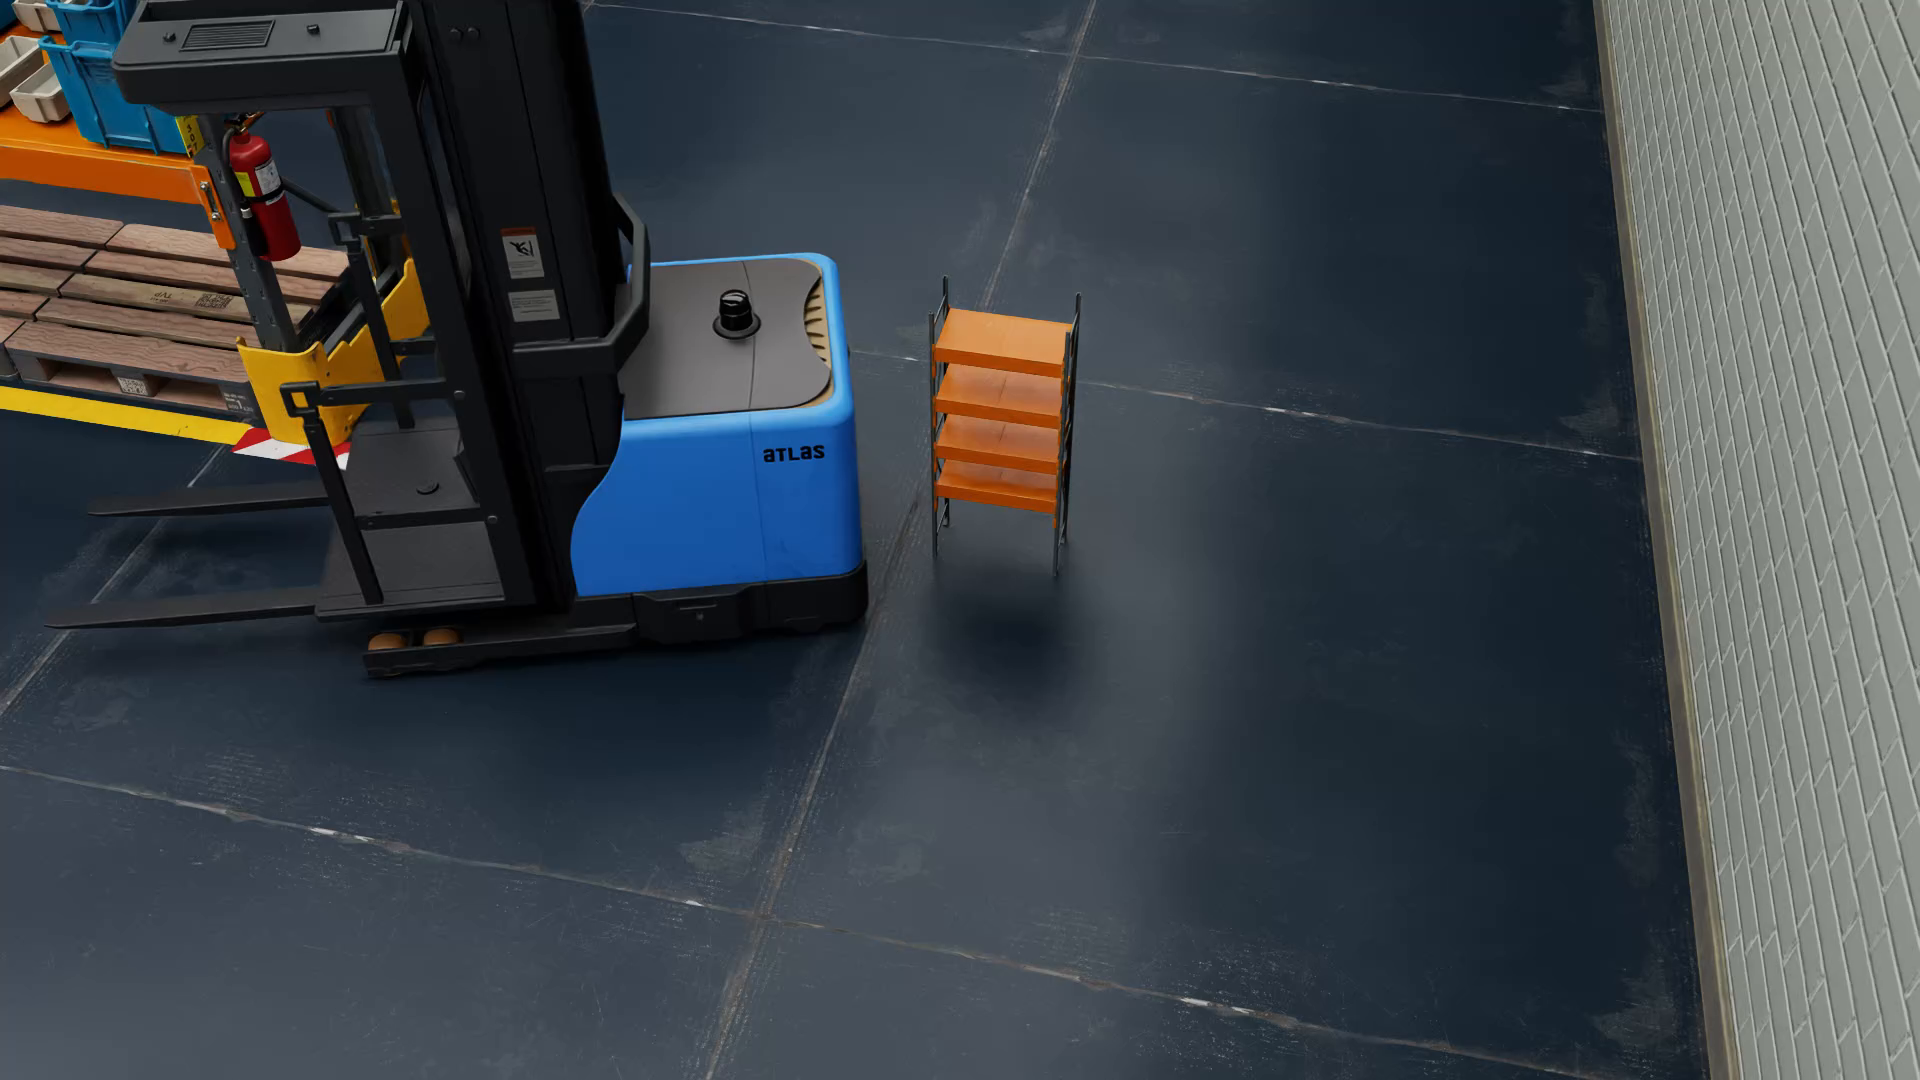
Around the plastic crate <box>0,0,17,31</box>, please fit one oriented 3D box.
[{"bbox_3d":[-4.198,-2.304,7.058,0.300,0.233,0.416,9,45,9],"label":"plastic crate"}]

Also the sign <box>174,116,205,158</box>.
[{"bbox_3d":[-2.848,-1.567,6.098,0.005,0.325,0.100,9,45,9],"label":"sign"}]

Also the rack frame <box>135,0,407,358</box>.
[{"bbox_3d":[-2.744,-1.883,6.543,0.127,3.000,1.000,9,45,9],"label":"rack frame"}]

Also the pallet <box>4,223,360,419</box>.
[{"bbox_3d":[-3.540,-1.030,7.668,1.213,0.211,1.003,9,45,9],"label":"pallet"}]

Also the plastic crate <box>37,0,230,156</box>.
[{"bbox_3d":[-3.111,-1.842,6.432,0.499,0.435,0.616,9,45,9],"label":"plastic crate"}]

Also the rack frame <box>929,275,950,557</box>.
[{"bbox_3d":[-0.077,-0.444,6.346,0.015,1.200,0.240,9,45,9],"label":"rack frame"}]

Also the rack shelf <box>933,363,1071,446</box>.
[{"bbox_3d":[0.162,-0.520,6.199,0.480,0.148,0.258,9,45,9],"label":"rack shelf"}]

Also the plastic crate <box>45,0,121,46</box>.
[{"bbox_3d":[-3.555,-2.204,6.955,0.300,0.233,0.416,9,45,9],"label":"plastic crate"}]

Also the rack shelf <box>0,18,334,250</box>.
[{"bbox_3d":[-4.696,-1.927,7.108,4.000,0.370,1.077,9,45,9],"label":"rack shelf"}]

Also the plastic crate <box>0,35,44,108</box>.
[{"bbox_3d":[-3.859,-1.864,6.671,0.243,0.136,0.396,9,45,9],"label":"plastic crate"}]

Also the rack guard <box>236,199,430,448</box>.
[{"bbox_3d":[-2.718,-0.988,7.416,0.348,0.500,1.175,9,45,9],"label":"rack guard"}]

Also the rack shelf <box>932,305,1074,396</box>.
[{"bbox_3d":[0.162,-0.690,6.035,0.480,0.148,0.258,9,45,9],"label":"rack shelf"}]

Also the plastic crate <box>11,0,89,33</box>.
[{"bbox_3d":[-3.870,-2.277,7.100,0.298,0.136,0.250,9,45,9],"label":"plastic crate"}]

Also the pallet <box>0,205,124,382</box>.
[{"bbox_3d":[-4.727,-1.216,7.861,1.213,0.211,1.003,9,45,9],"label":"pallet"}]

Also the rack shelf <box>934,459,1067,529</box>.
[{"bbox_3d":[0.162,-0.216,6.492,0.480,0.148,0.258,9,45,9],"label":"rack shelf"}]

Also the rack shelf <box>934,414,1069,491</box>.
[{"bbox_3d":[0.162,-0.359,6.355,0.480,0.148,0.258,9,45,9],"label":"rack shelf"}]

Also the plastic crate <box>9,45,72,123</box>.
[{"bbox_3d":[-3.579,-1.811,6.615,0.243,0.136,0.396,9,45,9],"label":"plastic crate"}]

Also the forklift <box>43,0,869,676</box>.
[{"bbox_3d":[-1.907,-0.938,5.611,3.031,2.935,1.130,-5,44,-5],"label":"forklift"}]

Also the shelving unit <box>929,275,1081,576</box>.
[{"bbox_3d":[0.162,-0.407,6.308,0.503,1.200,0.258,9,45,9],"label":"shelving unit"}]

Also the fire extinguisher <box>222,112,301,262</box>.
[{"bbox_3d":[-2.696,-1.391,6.356,0.183,0.674,0.296,9,45,9],"label":"fire extinguisher"}]

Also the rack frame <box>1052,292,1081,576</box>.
[{"bbox_3d":[0.400,-0.370,6.269,0.015,1.200,0.240,9,45,9],"label":"rack frame"}]
